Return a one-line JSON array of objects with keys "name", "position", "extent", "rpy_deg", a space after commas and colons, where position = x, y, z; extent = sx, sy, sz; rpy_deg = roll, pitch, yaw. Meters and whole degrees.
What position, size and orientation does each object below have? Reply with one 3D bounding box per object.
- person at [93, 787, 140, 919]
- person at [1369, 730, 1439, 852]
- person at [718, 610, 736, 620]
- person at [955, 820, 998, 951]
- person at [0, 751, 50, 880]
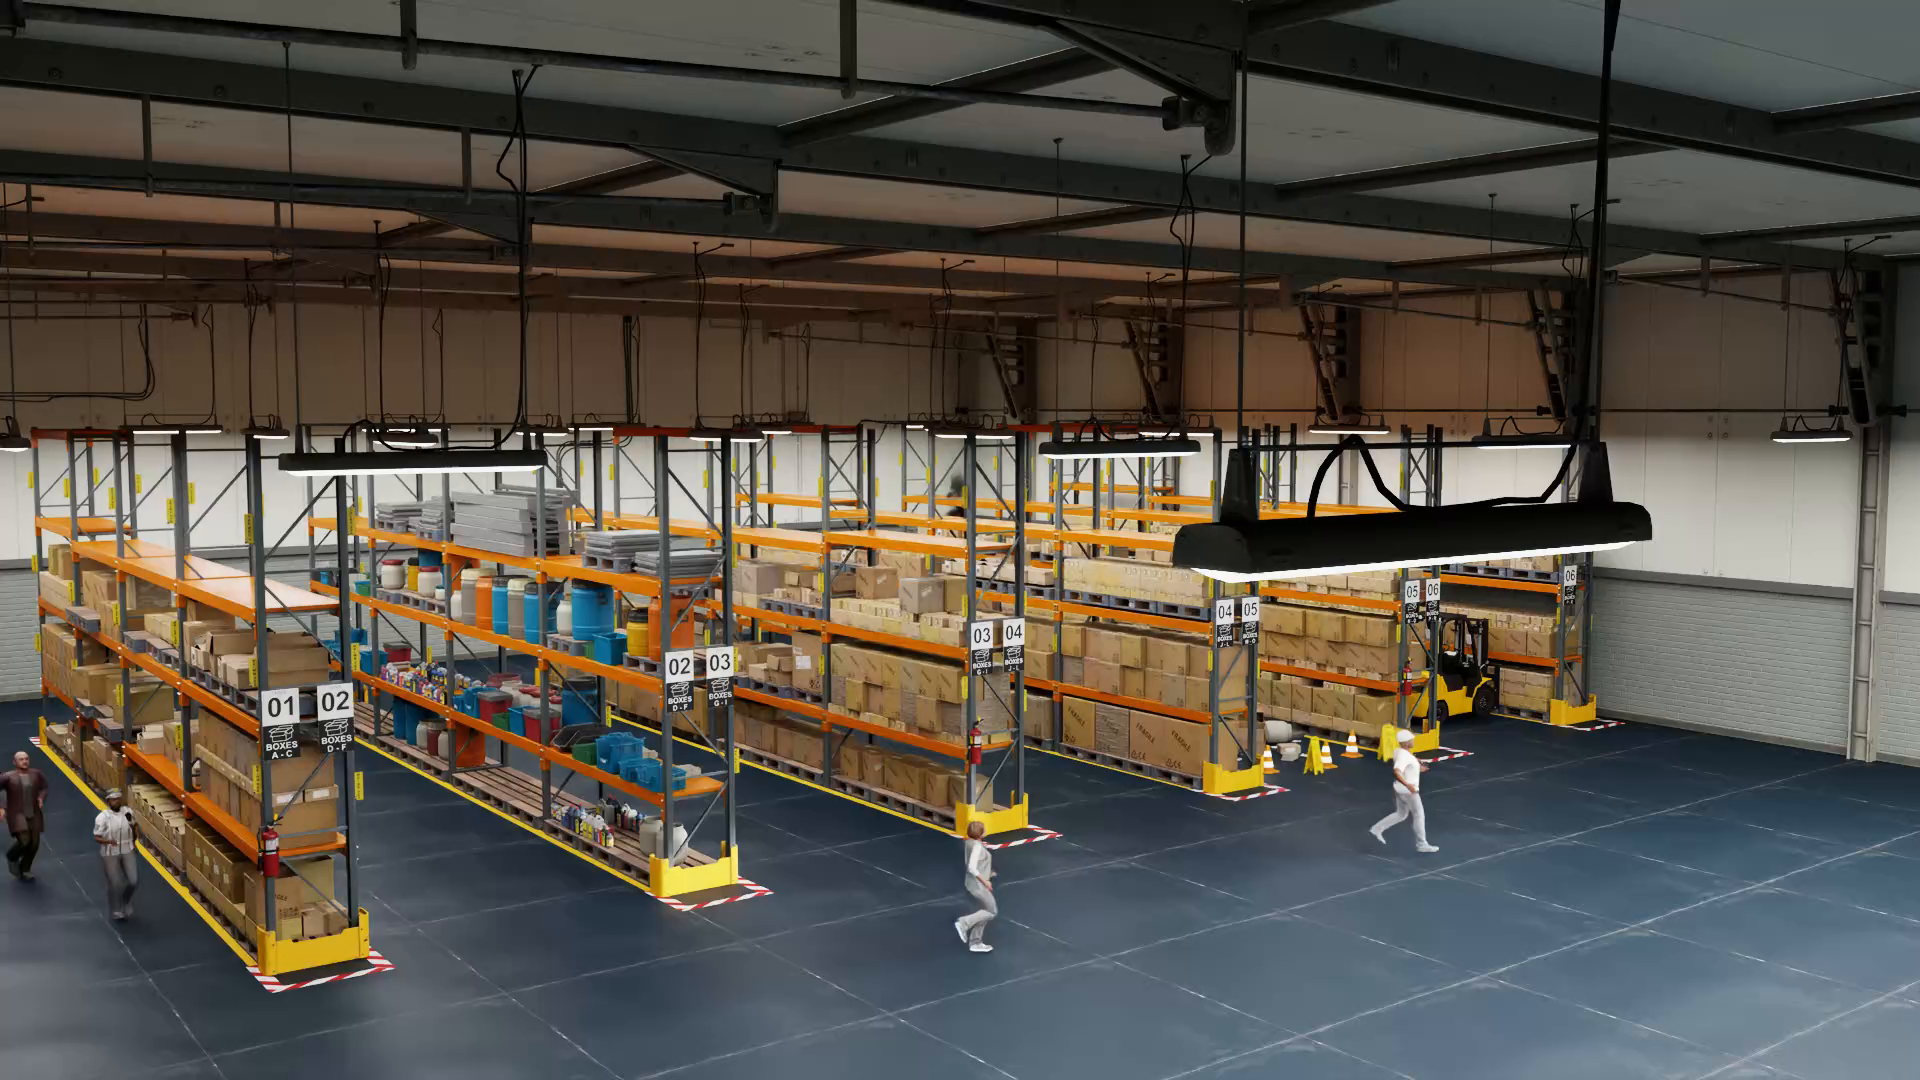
[{"name": "person", "position": [-10.366, 3.878, 20.535], "extent": [0.562, 1.668, 0.580], "rpy_deg": [-4, 6, -42]}, {"name": "person", "position": [6.358, 3.576, 23.733], "extent": [0.968, 1.747, 0.710], "rpy_deg": [0, 4, 0]}, {"name": "person", "position": [-5.856, 2.291, 41.564], "extent": [0.725, 1.611, 0.836], "rpy_deg": [-2, 5, -28]}, {"name": "person", "position": [0.187, 4.037, 19.387], "extent": [0.547, 1.554, 0.537], "rpy_deg": [-1, 5, -13]}, {"name": "person", "position": [-12.540, 3.708, 22.309], "extent": [0.619, 1.736, 0.699], "rpy_deg": [3, 6, 38]}]
